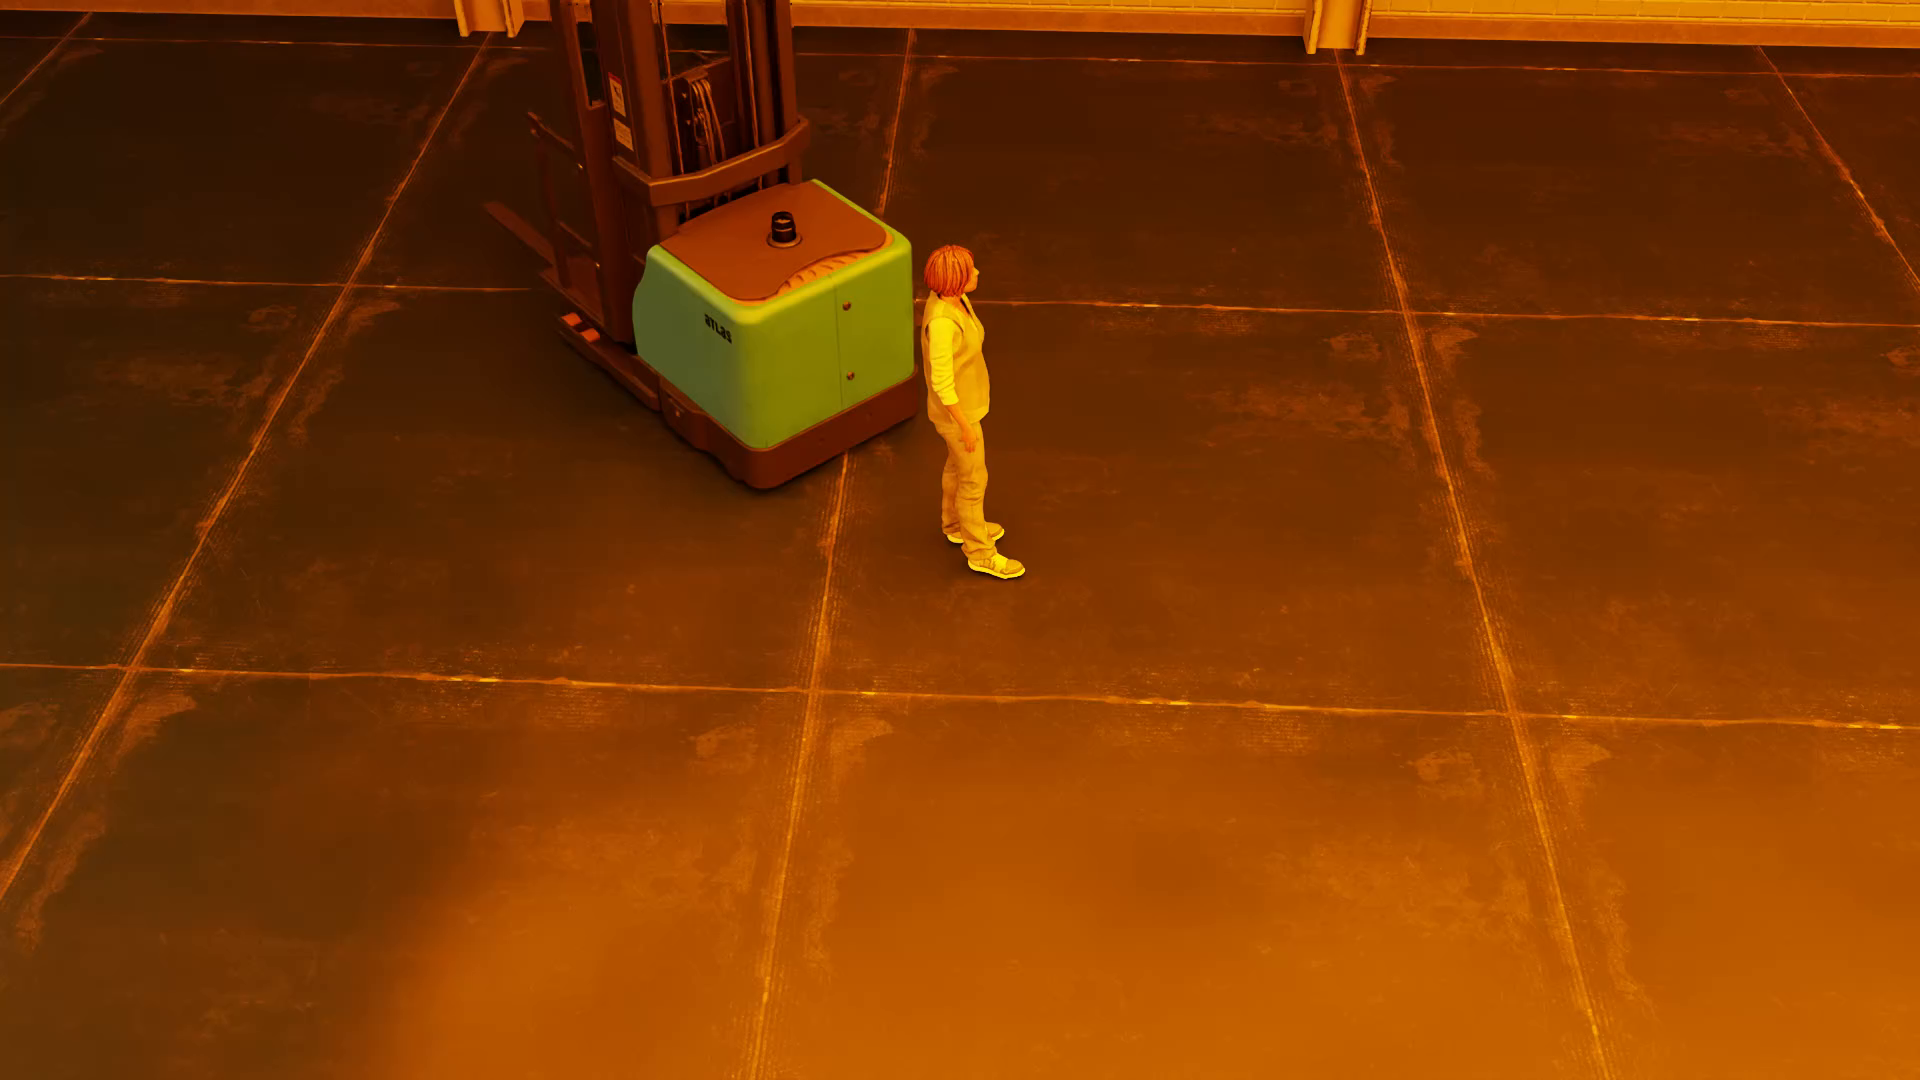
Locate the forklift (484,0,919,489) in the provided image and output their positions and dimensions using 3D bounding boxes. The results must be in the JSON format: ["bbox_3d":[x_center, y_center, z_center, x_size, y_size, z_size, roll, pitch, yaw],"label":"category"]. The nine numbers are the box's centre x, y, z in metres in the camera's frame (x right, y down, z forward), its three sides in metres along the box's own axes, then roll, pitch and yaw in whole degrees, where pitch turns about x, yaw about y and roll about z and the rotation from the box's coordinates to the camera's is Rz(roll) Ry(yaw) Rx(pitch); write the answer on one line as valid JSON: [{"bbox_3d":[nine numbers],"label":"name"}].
[{"bbox_3d":[-1.553,-2.253,8.210,1.130,2.935,3.031,-30,50,-29],"label":"forklift"}]

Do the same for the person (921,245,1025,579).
[{"bbox_3d":[0.073,-0.581,7.362,0.474,1.591,0.519,2,42,2],"label":"person"}]
